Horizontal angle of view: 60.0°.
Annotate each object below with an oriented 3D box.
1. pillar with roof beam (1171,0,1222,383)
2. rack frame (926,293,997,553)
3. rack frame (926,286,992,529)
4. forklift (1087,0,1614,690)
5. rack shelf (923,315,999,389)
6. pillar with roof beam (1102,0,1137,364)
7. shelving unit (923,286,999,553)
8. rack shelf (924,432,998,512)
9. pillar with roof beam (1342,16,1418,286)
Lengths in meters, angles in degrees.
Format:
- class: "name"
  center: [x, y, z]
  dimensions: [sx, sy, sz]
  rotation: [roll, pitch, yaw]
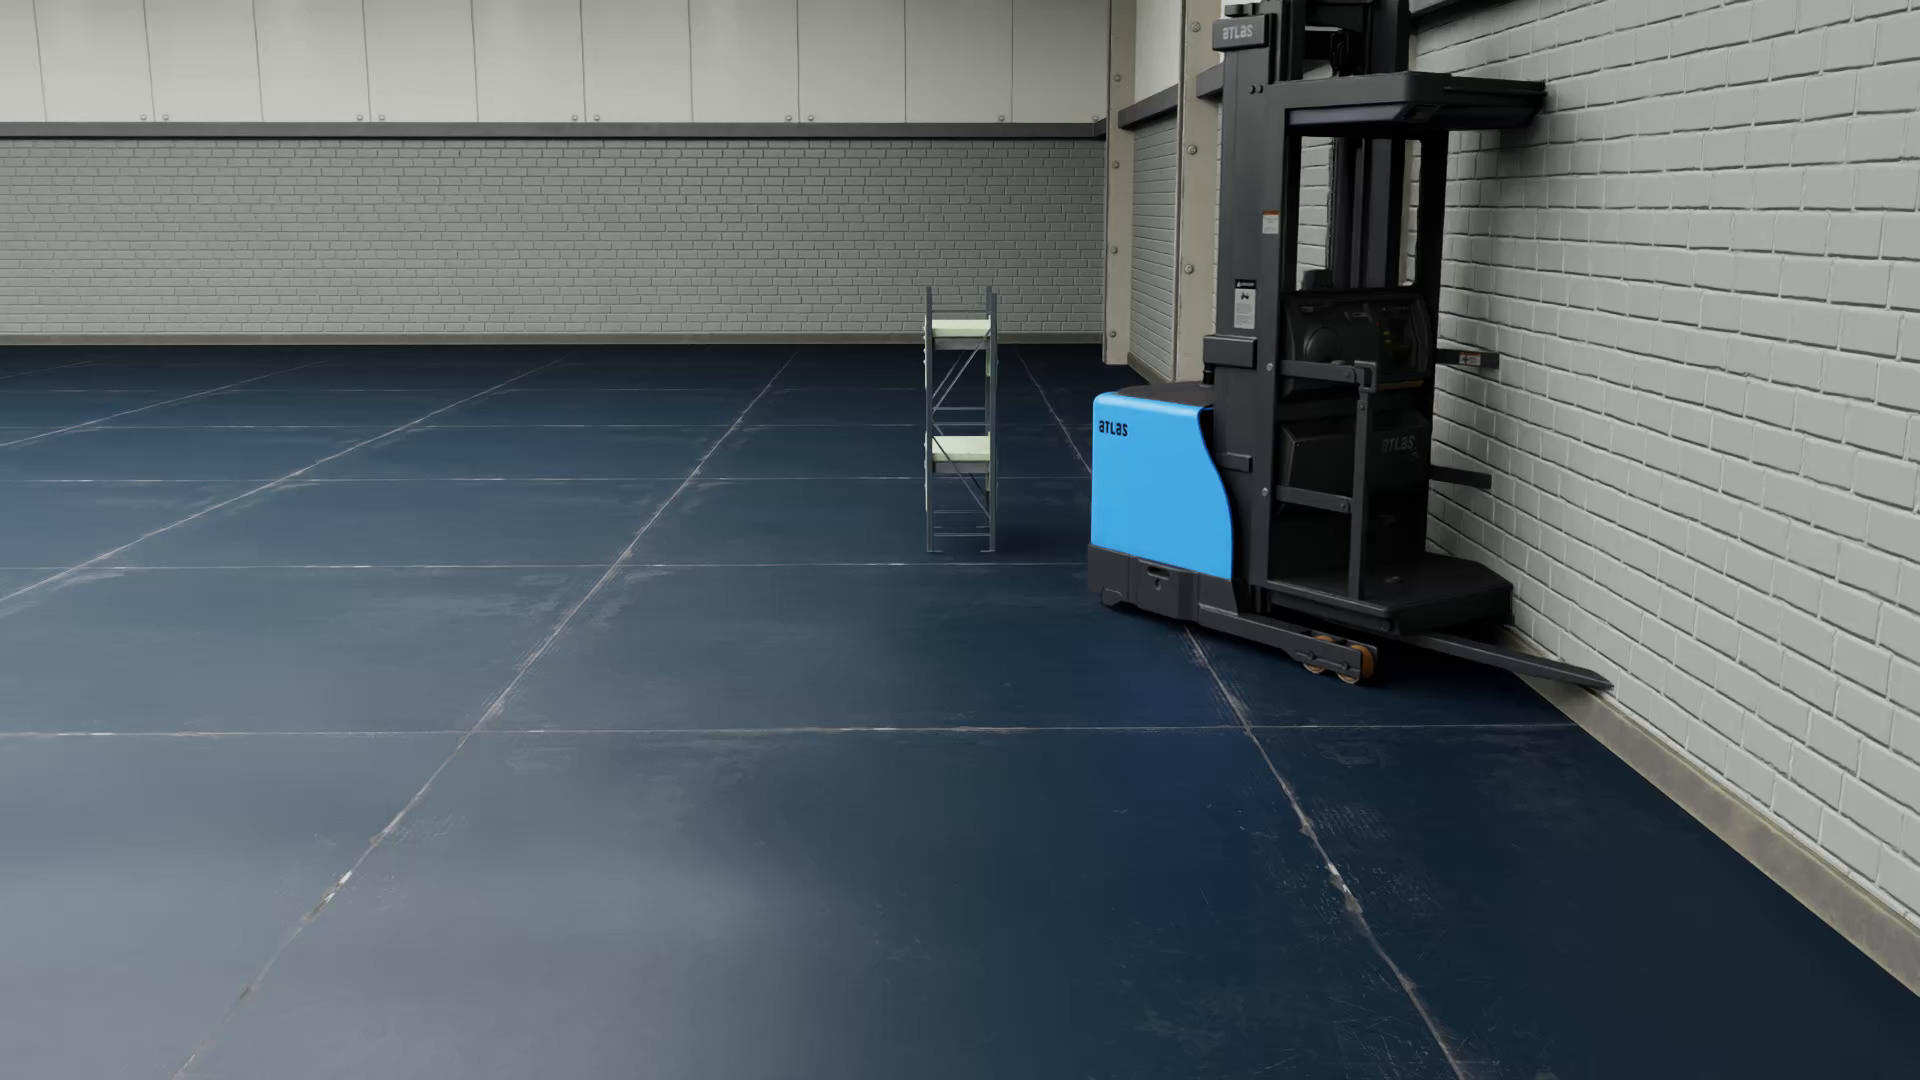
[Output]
- class: "pillar with roof beam"
  center: [-2.191, -5.459, 14.333]
  dimensions: [9.100, 9.000, 0.400]
  rotation: [0, 11, -1]
- class: "rack frame"
  center: [0.007, -0.664, 9.558]
  dimensions: [0.400, 1.500, 0.023]
  rotation: [0, 11, -1]
- class: "rack frame"
  center: [-0.008, -0.809, 10.275]
  dimensions: [0.400, 1.500, 0.023]
  rotation: [0, 11, -1]
- class: "forklift"
  center: [1.916, -0.936, 7.301]
  dimensions: [1.130, 2.935, 3.031]
  rotation: [-8, 14, -35]
- class: "rack shelf"
  center: [0.000, -1.119, 9.839]
  dimensions: [0.431, 0.370, 0.720]
  rotation: [0, 11, -1]
- class: "pillar with roof beam"
  center: [-2.315, -6.651, 20.212]
  dimensions: [9.100, 9.000, 0.400]
  rotation: [0, 11, -1]
- class: "shelving unit"
  center: [0.000, -0.736, 9.917]
  dimensions: [0.431, 1.500, 0.755]
  rotation: [0, 11, -1]
- class: "rack shelf"
  center: [0.000, -0.417, 9.981]
  dimensions: [0.431, 0.370, 0.720]
  rotation: [0, 11, -1]
- class: "pillar with roof beam"
  center: [-2.067, -4.266, 8.454]
  dimensions: [9.100, 9.000, 0.400]
  rotation: [0, 11, -1]
